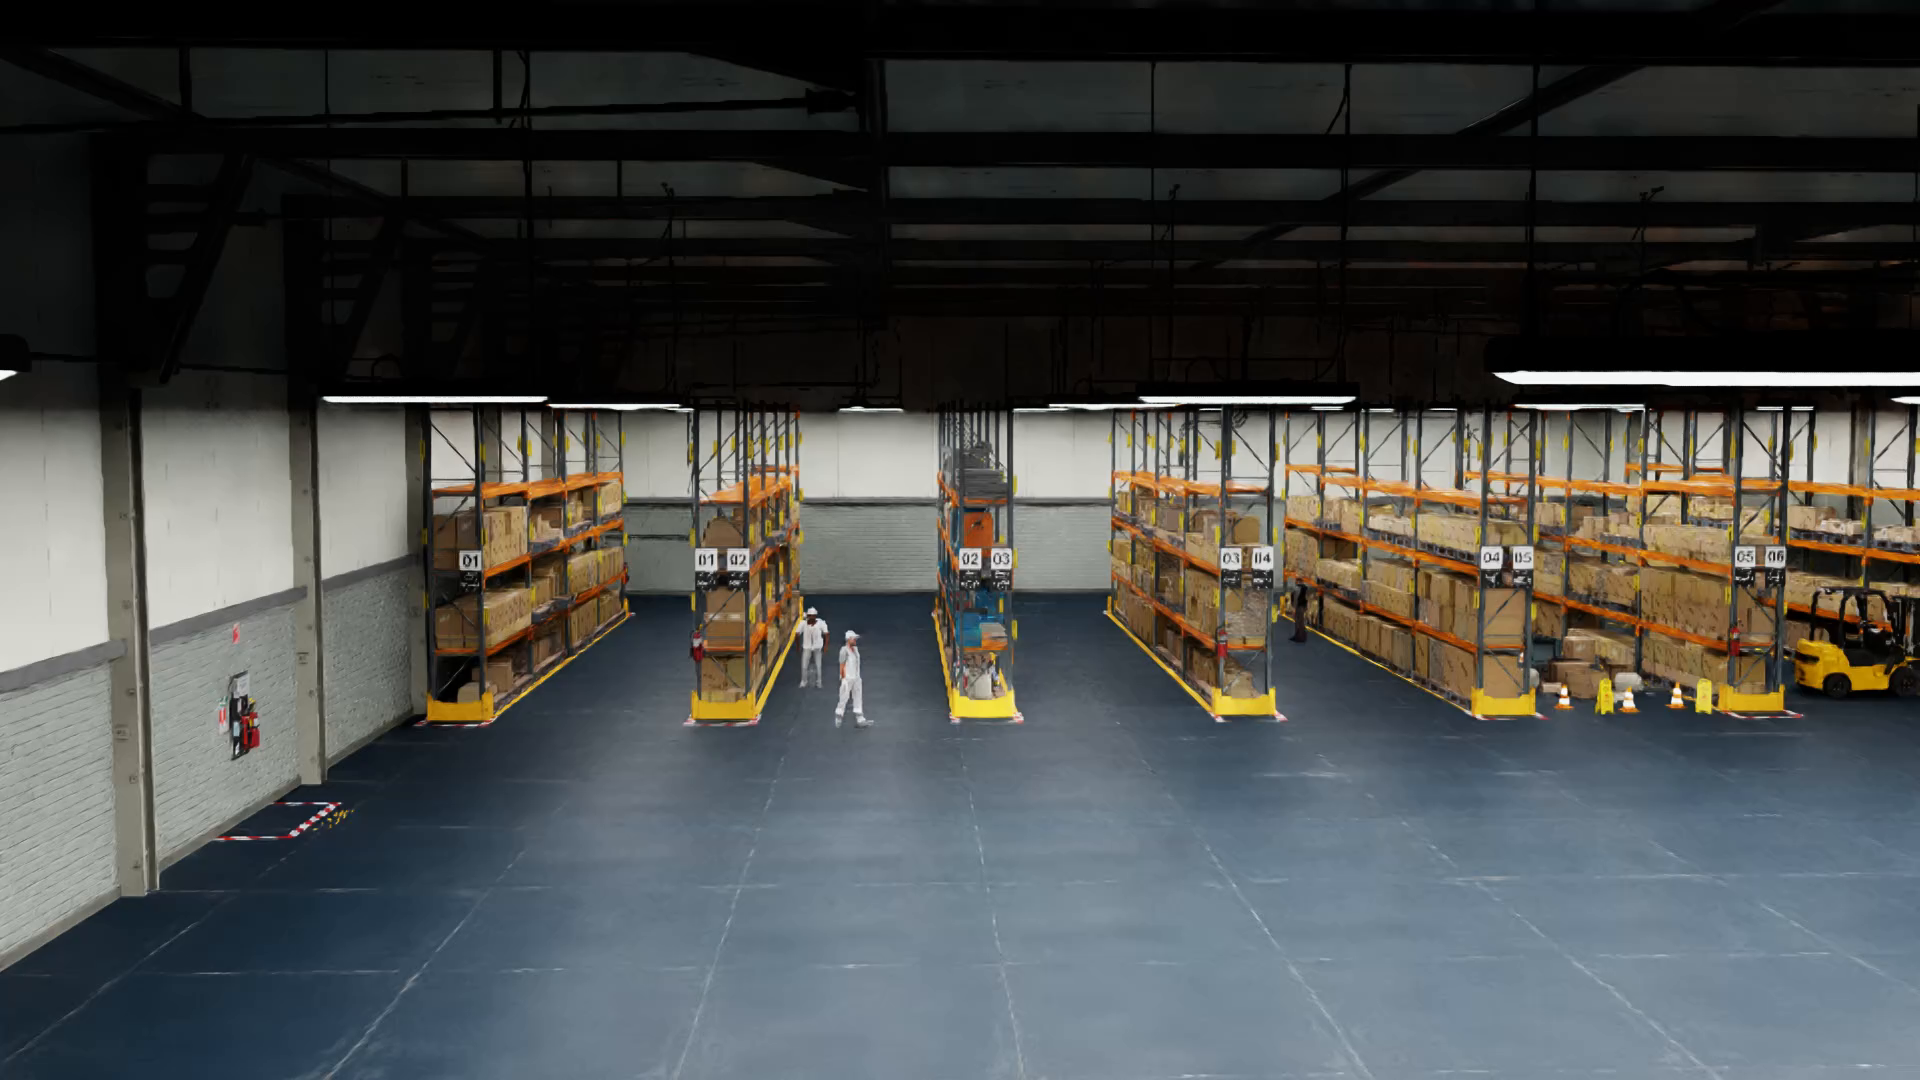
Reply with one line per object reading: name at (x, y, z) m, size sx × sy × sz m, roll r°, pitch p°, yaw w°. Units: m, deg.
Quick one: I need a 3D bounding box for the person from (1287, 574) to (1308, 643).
person at (8.446, 1.699, 41.573) m, size 0.569 × 1.707 × 0.627 m, roll 2°, pitch 5°, yaw 28°

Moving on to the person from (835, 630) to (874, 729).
person at (-1.966, 2.524, 30.231) m, size 0.533 × 1.781 × 0.692 m, roll 3°, pitch 5°, yaw 32°

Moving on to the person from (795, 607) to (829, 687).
person at (-3.088, 2.242, 34.676) m, size 0.719 × 1.714 × 0.578 m, roll 0°, pitch 4°, yaw -4°

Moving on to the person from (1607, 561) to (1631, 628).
person at (17.697, 1.444, 44.596) m, size 0.589 × 1.764 × 0.687 m, roll 1°, pitch 5°, yaw 17°

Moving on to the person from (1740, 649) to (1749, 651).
person at (16.731, 2.168, 35.664) m, size 0.544 × 1.667 × 0.573 m, roll 3°, pitch 5°, yaw 30°
